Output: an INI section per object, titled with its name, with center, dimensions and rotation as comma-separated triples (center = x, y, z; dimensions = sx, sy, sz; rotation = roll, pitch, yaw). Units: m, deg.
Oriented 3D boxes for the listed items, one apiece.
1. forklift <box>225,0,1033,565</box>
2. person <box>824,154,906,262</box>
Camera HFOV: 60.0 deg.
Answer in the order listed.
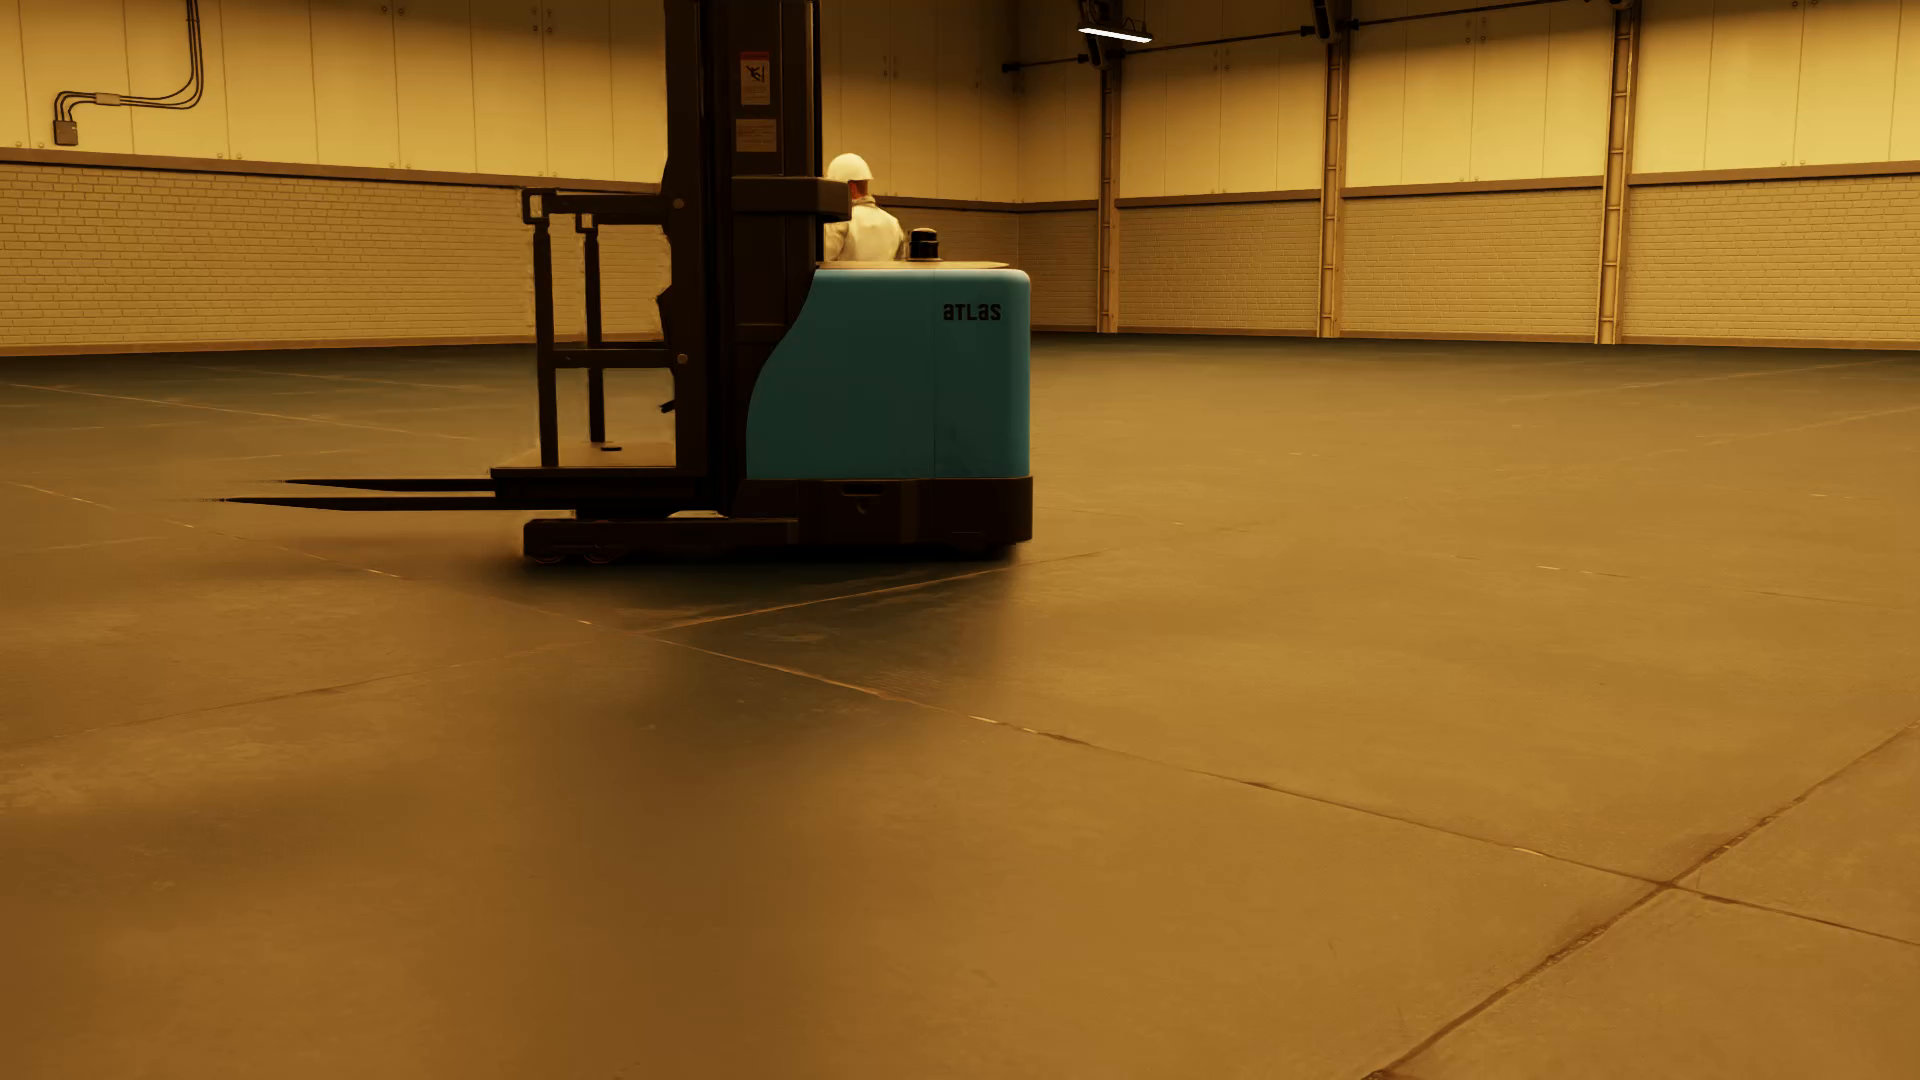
[forklift]
center = -1.257, -1.439, 6.431
dimensions = 3.031, 2.935, 1.130
rotation = 0, 9, -2
[person]
center = -0.622, -1.223, 9.085
dimensions = 0.705, 1.725, 0.555
rotation = -5, 10, -29
